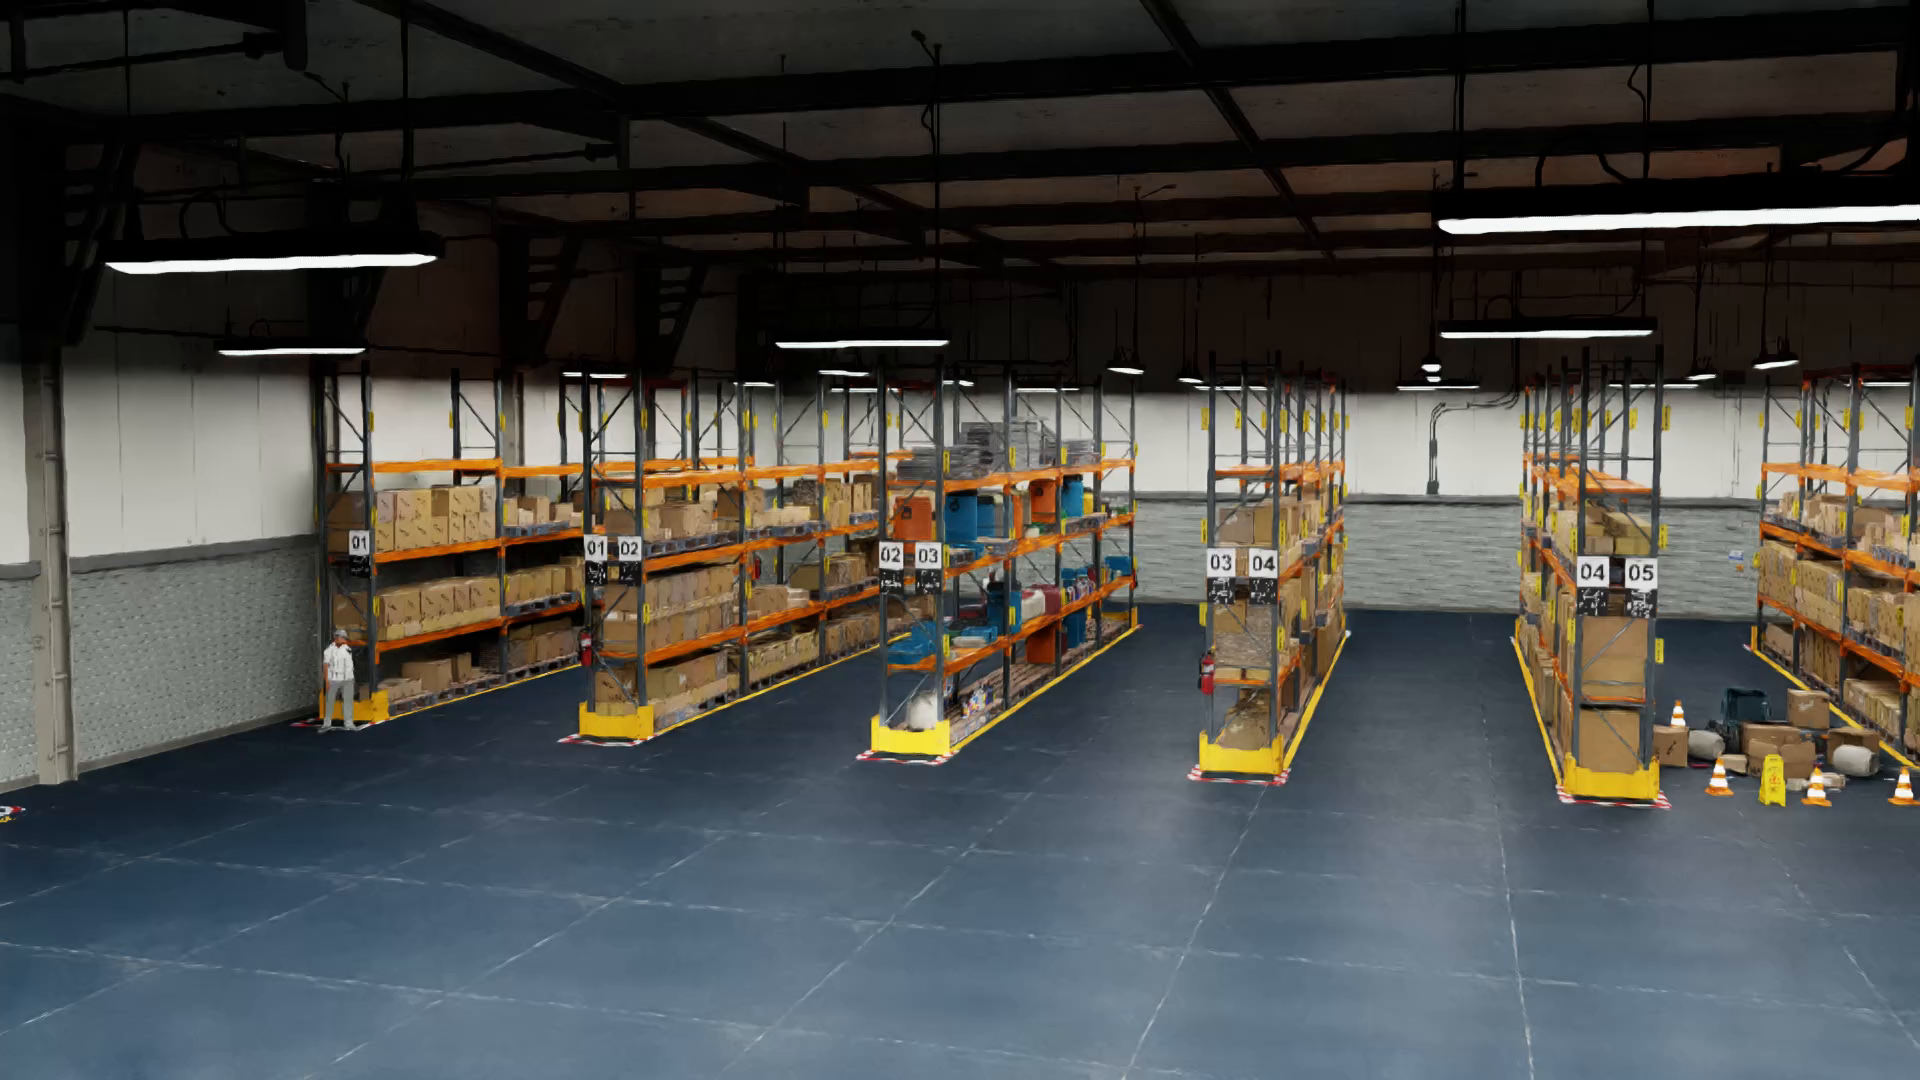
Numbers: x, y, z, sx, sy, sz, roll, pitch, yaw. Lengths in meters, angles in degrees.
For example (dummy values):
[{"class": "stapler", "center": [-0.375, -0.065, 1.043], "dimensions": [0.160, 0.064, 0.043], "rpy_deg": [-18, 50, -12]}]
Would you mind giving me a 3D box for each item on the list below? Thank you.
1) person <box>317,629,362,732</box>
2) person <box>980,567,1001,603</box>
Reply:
[{"class": "person", "center": [-10.034, 2.269, 26.777], "dimensions": [0.436, 1.665, 0.645], "rpy_deg": [4, 6, 43]}, {"class": "person", "center": [0.756, 1.429, 38.754], "dimensions": [0.592, 1.629, 0.532], "rpy_deg": [1, 4, 14]}]
